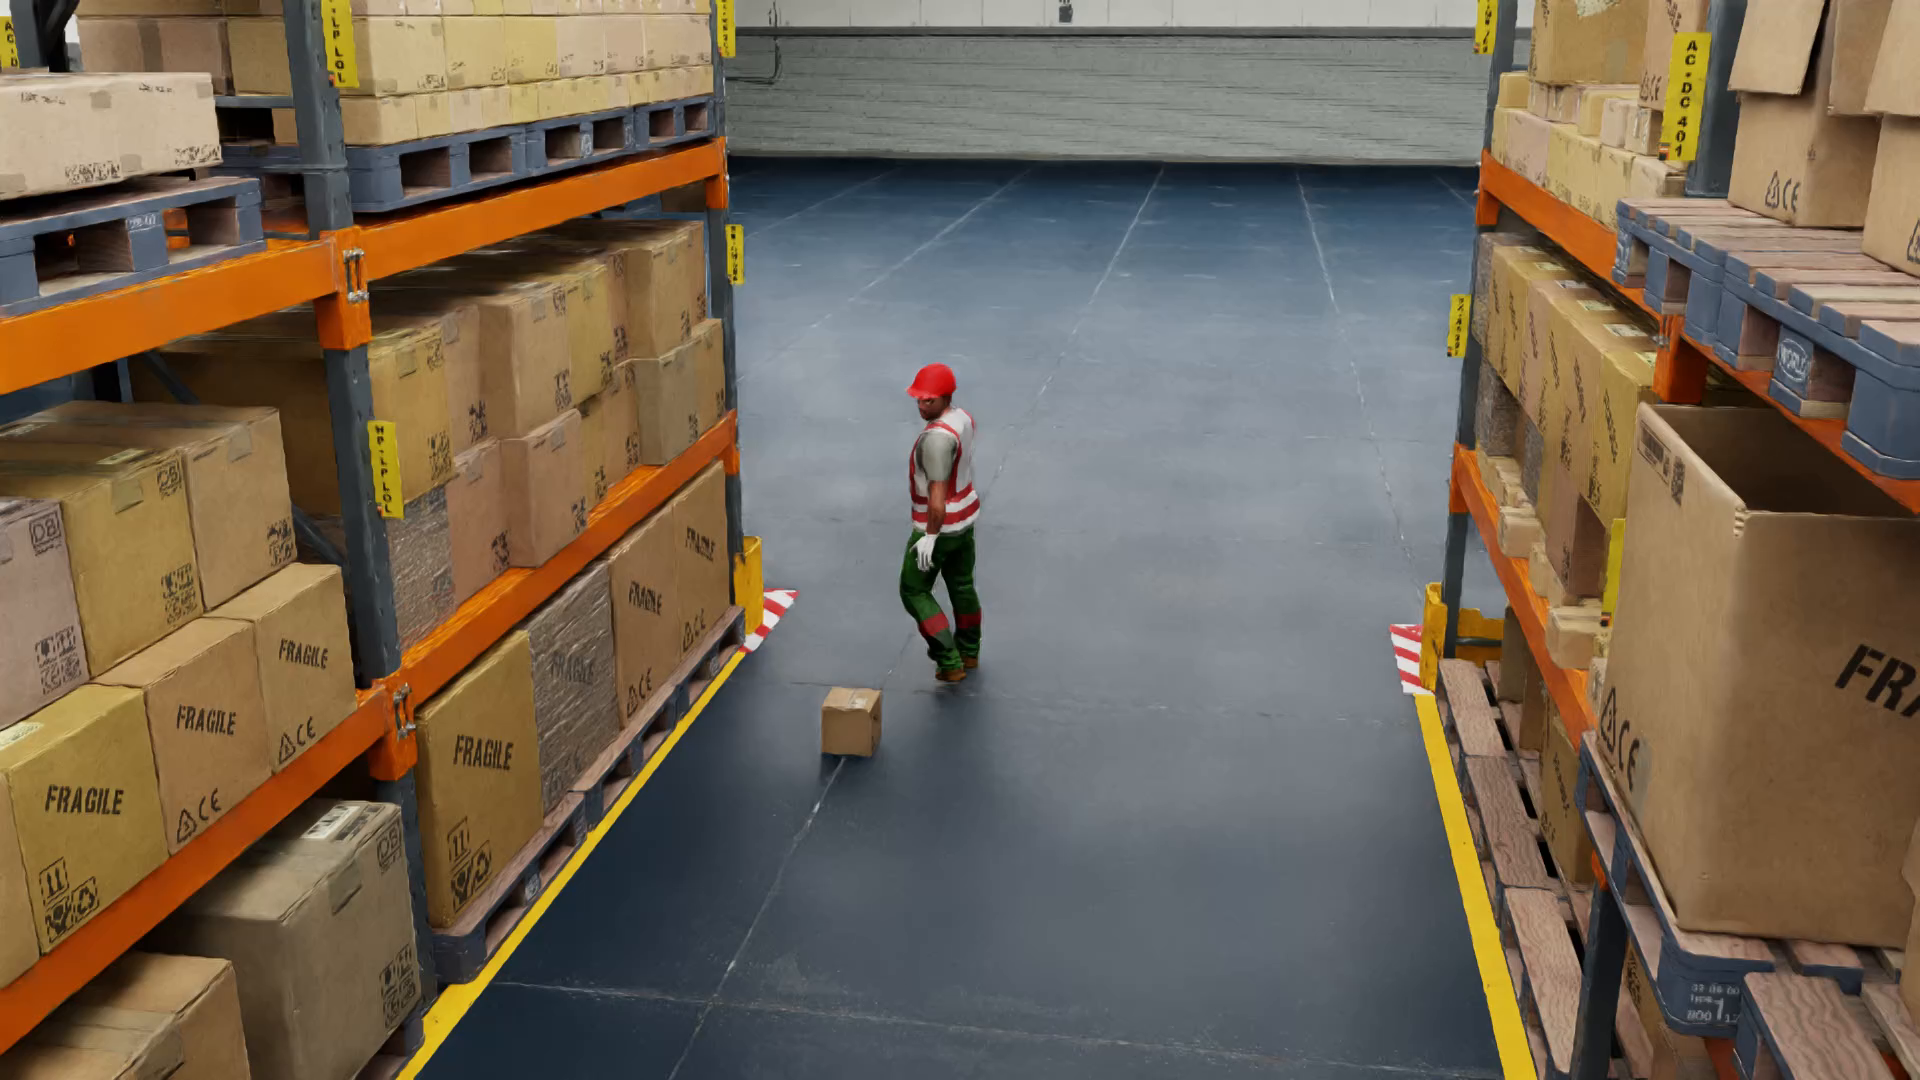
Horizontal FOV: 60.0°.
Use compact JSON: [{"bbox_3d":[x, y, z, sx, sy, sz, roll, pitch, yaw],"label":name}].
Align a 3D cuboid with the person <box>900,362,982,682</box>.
[{"bbox_3d":[-0.085,-0.088,8.791,0.428,1.768,0.640,8,20,25],"label":"person"}]
